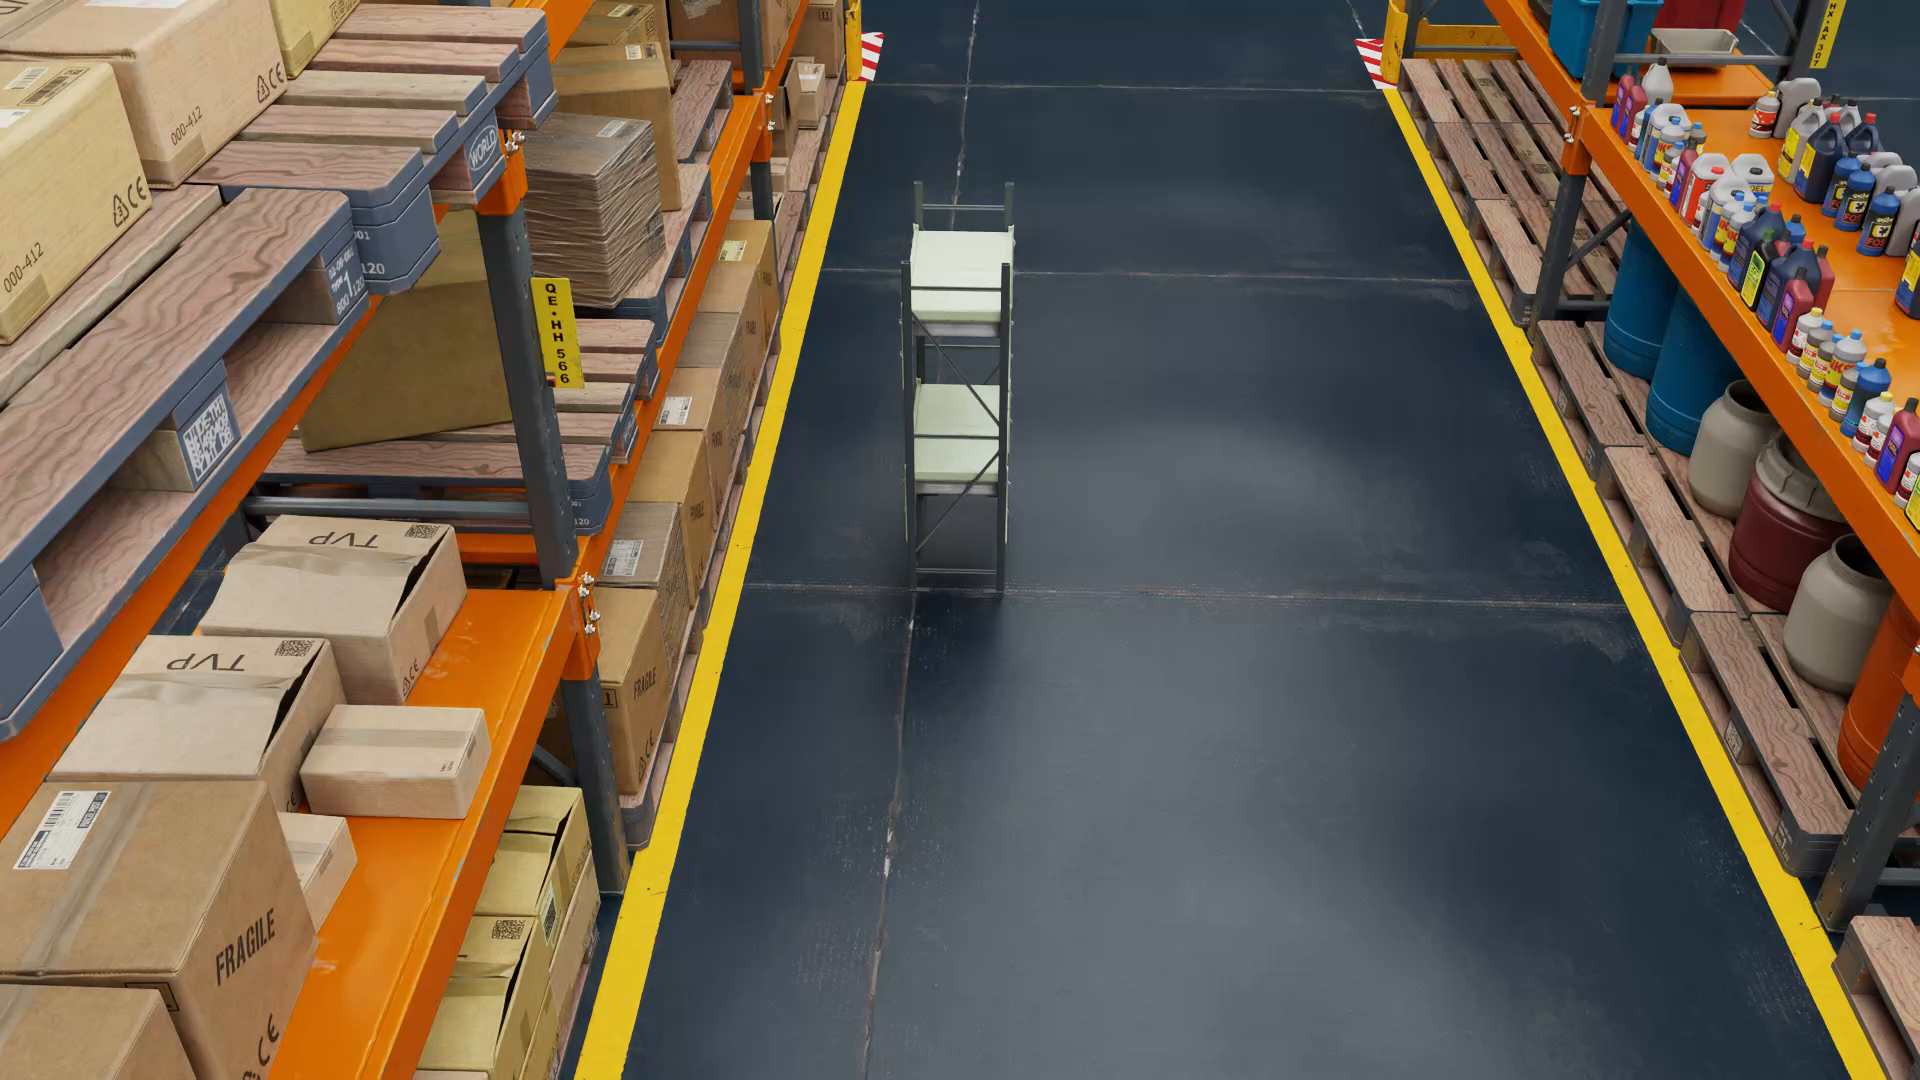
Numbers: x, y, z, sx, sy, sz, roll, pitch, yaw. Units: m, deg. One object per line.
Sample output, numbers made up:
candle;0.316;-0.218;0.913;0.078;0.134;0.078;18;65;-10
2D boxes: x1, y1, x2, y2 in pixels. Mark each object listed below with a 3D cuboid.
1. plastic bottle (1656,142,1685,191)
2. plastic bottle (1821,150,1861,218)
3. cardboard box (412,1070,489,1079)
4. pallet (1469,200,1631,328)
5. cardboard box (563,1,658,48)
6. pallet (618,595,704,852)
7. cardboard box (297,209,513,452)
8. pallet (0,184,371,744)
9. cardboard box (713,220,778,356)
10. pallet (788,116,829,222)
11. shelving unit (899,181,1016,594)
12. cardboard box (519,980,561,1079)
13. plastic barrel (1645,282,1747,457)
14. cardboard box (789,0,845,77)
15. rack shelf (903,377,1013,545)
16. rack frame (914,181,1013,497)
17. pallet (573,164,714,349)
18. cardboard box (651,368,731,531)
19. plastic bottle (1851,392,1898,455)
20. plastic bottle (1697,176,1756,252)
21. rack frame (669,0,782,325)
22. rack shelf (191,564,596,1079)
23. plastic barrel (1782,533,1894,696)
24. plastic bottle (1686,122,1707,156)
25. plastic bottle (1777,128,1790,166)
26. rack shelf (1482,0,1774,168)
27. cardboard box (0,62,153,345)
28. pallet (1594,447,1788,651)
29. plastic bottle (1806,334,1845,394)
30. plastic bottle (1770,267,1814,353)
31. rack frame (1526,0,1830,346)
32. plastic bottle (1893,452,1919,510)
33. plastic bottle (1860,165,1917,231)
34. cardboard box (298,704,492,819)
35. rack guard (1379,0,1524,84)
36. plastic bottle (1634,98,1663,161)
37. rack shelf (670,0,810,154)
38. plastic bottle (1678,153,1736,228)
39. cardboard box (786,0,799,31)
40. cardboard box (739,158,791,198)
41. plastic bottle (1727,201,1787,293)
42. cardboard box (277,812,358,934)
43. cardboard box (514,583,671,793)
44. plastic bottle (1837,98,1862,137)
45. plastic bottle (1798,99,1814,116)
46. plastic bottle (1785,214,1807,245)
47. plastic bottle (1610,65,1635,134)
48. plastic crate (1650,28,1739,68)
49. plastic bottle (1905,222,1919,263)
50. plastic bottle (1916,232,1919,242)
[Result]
plastic bottle;3.040;-1.594;7.082;0.097;0.201;0.097;0;35;0
plastic bottle;3.636;-1.471;6.846;0.097;0.271;0.097;0;35;0
cardboard box;-1.433;1.536;3.994;0.500;0.311;0.500;1;35;2
pallet;3.480;-1.547;9.268;1.003;0.211;1.213;1;35;2
cardboard box;-1.667;-1.930;6.936;0.700;0.500;0.500;7;36;9
pallet;-1.553;0.630;6.170;1.003;0.211;1.213;1;35;2
cardboard box;-1.708;-0.660;5.128;0.700;0.500;0.500;-10;36;-14
pallet;-1.600;-0.198;2.479;1.003;0.211;1.213;3;35;4
cardboard box;-1.193;-1.248;8.209;0.500;0.500;0.500;1;35;2
pallet;-1.385;-2.337;10.393;1.003;0.211;1.213;1;35;2
shelving unit;0.000;-0.610;6.813;0.431;1.500;0.755;1;35;2
cardboard box;-1.415;1.474;4.570;0.500;0.250;0.500;1;35;1
plastic barrel;3.422;-0.859;7.323;0.600;0.901;0.708;1;35;2
cardboard box;-1.075;-3.519;11.439;0.500;0.500;0.500;1;35;2
rack shelf;0.000;-0.343;7.001;0.431;0.370;0.720;1;35;2
rack frame;0.014;-0.820;7.112;0.400;1.500;0.023;1;35;2
pallet;-1.547;-1.122;6.405;1.003;0.211;1.213;1;35;2
cardboard box;-1.260;-0.384;6.979;0.500;0.500;0.500;0;35;0
plastic bottle;2.955;-0.382;5.357;0.097;0.201;0.097;0;35;0
plastic bottle;3.044;-1.291;6.587;0.152;0.276;0.135;1;35;2
rack frame;-1.460;-2.381;8.029;1.000;3.000;0.127;1;35;2
rack shelf;-1.701;1.360;3.331;1.077;0.370;4.000;1;35;2
plastic barrel;3.265;0.272;6.053;0.421;0.512;0.421;0;35;0
plastic bottle;3.201;-1.724;7.267;0.097;0.201;0.097;0;35;0
plastic bottle;3.656;-1.732;7.278;0.097;0.201;0.097;0;35;0
rack shelf;3.570;-3.119;9.705;1.077;0.370;4.000;1;35;2
cardboard box;-1.620;-0.529;2.550;0.500;0.250;0.500;1;35;1
pallet;3.370;0.021;7.036;1.003;0.211;1.213;1;35;2
plastic bottle;2.970;-0.606;5.676;0.097;0.201;0.097;0;35;0
plastic bottle;2.965;-0.818;5.906;0.061;0.283;0.133;1;35;2
rack frame;3.489;-2.265;7.864;1.000;3.000;0.127;1;35;2
plastic bottle;2.942;-0.193;5.089;0.097;0.201;0.097;0;35;0
plastic bottle;3.756;-1.403;6.745;0.152;0.276;0.135;1;35;2
cardboard box;-1.381;0.543;4.087;0.380;0.149;0.250;1;35;2
rack guard;3.638;-3.554;11.872;1.175;0.500;0.348;1;35;2
plastic bottle;3.053;-1.812;7.331;0.097;0.271;0.097;0;35;0
rack shelf;-1.379;-3.236;9.871;1.077;0.370;4.000;1;35;2
plastic bottle;3.053;-1.425;6.776;0.152;0.276;0.135;1;35;2
cardboard box;-1.150;-3.003;8.827;0.500;0.500;0.500;2;35;3
cardboard box;-1.202;-2.135;9.761;0.380;0.166;0.250;1;35;2
plastic bottle;3.025;-1.119;6.276;0.144;0.351;0.185;1;35;2
cardboard box;-1.615;0.754;3.787;0.380;0.149;0.250;4;35;5
cardboard box;-1.317;0.505;5.714;0.500;0.500;0.500;3;35;4
plastic bottle;3.779;-1.709;7.116;0.144;0.351;0.185;1;35;2
plastic bottle;3.819;-1.882;7.492;0.097;0.201;0.097;0;35;0
plastic bottle;3.148;-1.108;6.330;0.097;0.271;0.097;0;35;0
plastic bottle;3.048;-2.016;7.611;0.061;0.283;0.133;1;35;2
plastic crate;3.651;-2.445;8.298;0.396;0.136;0.243;1;35;2
plastic bottle;3.770;-1.172;6.482;0.097;0.201;0.097;0;35;0
plastic bottle;3.703;-1.125;6.354;0.097;0.271;0.097;0;35;0
